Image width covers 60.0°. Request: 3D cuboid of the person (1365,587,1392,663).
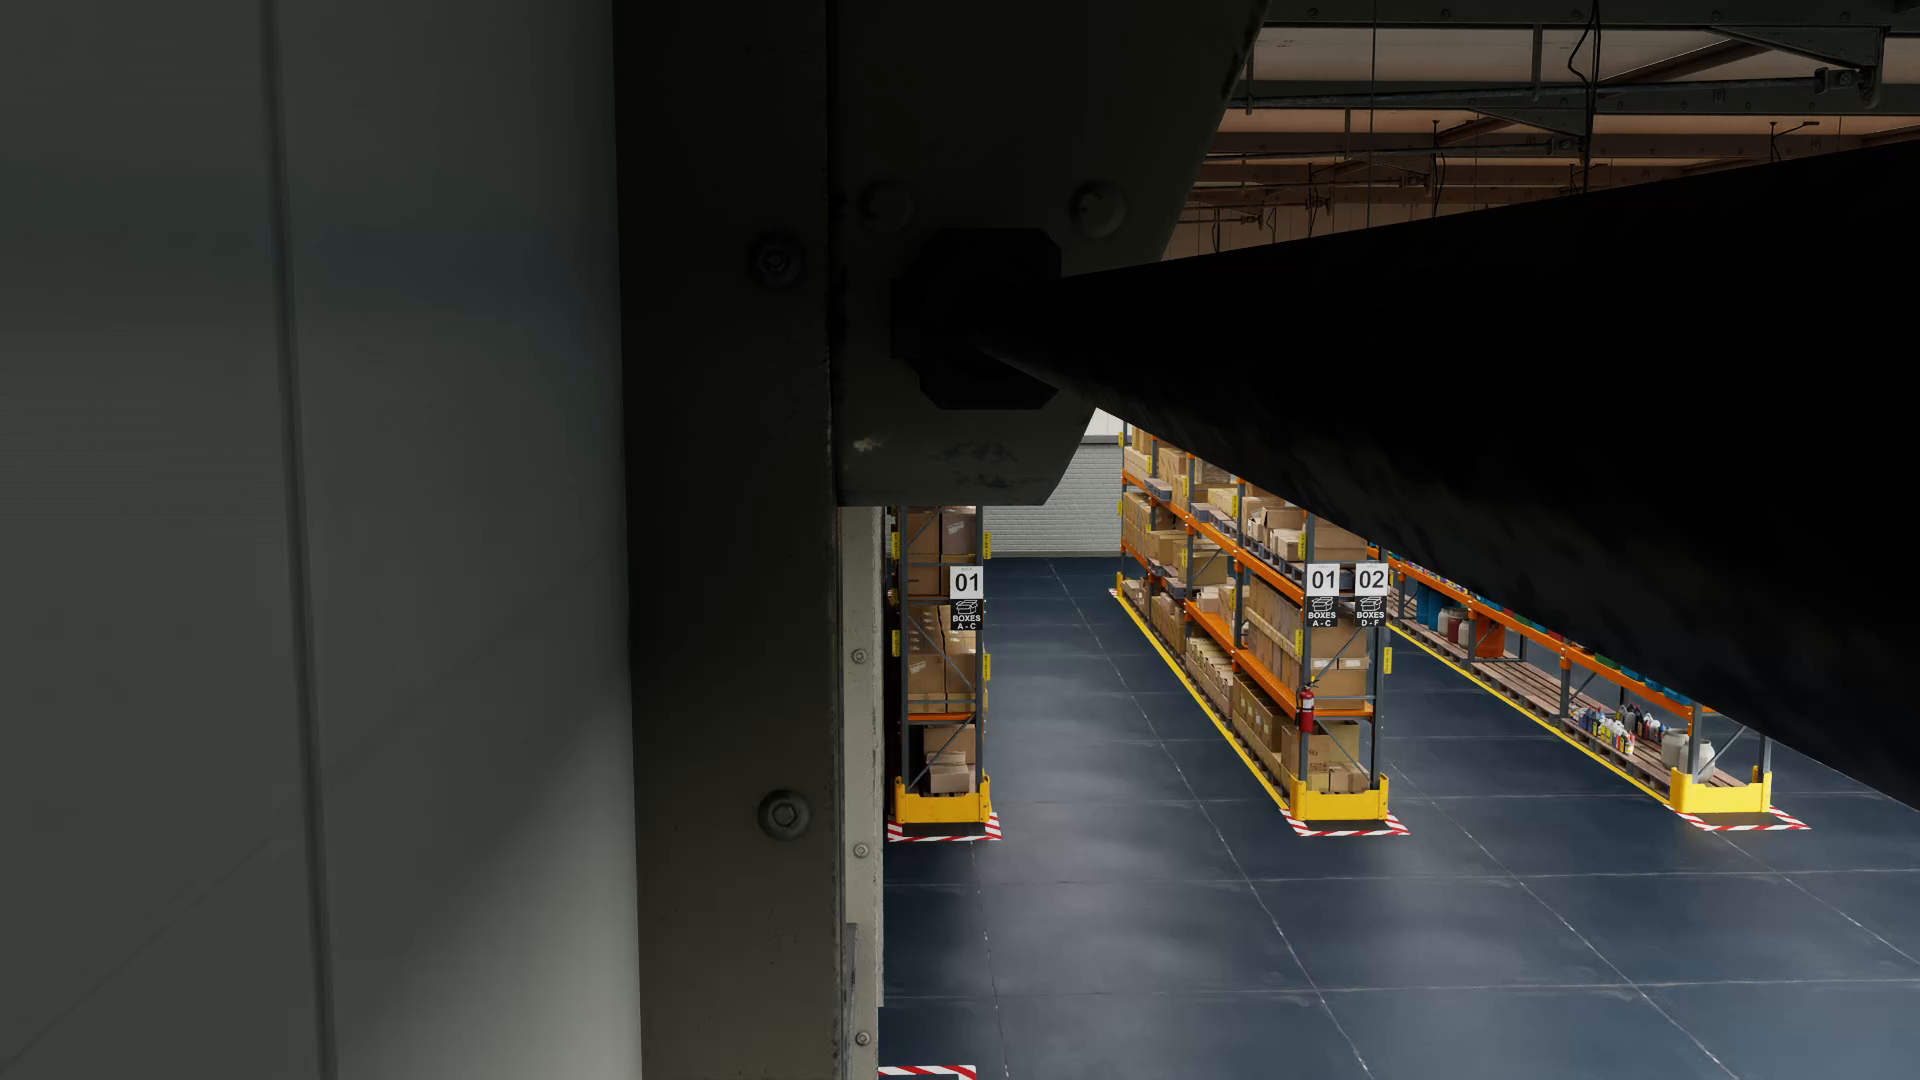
[{"bbox_3d":[7.317,1.403,29.143,0.562,1.719,0.857,0,8,-3],"label":"person"}]
